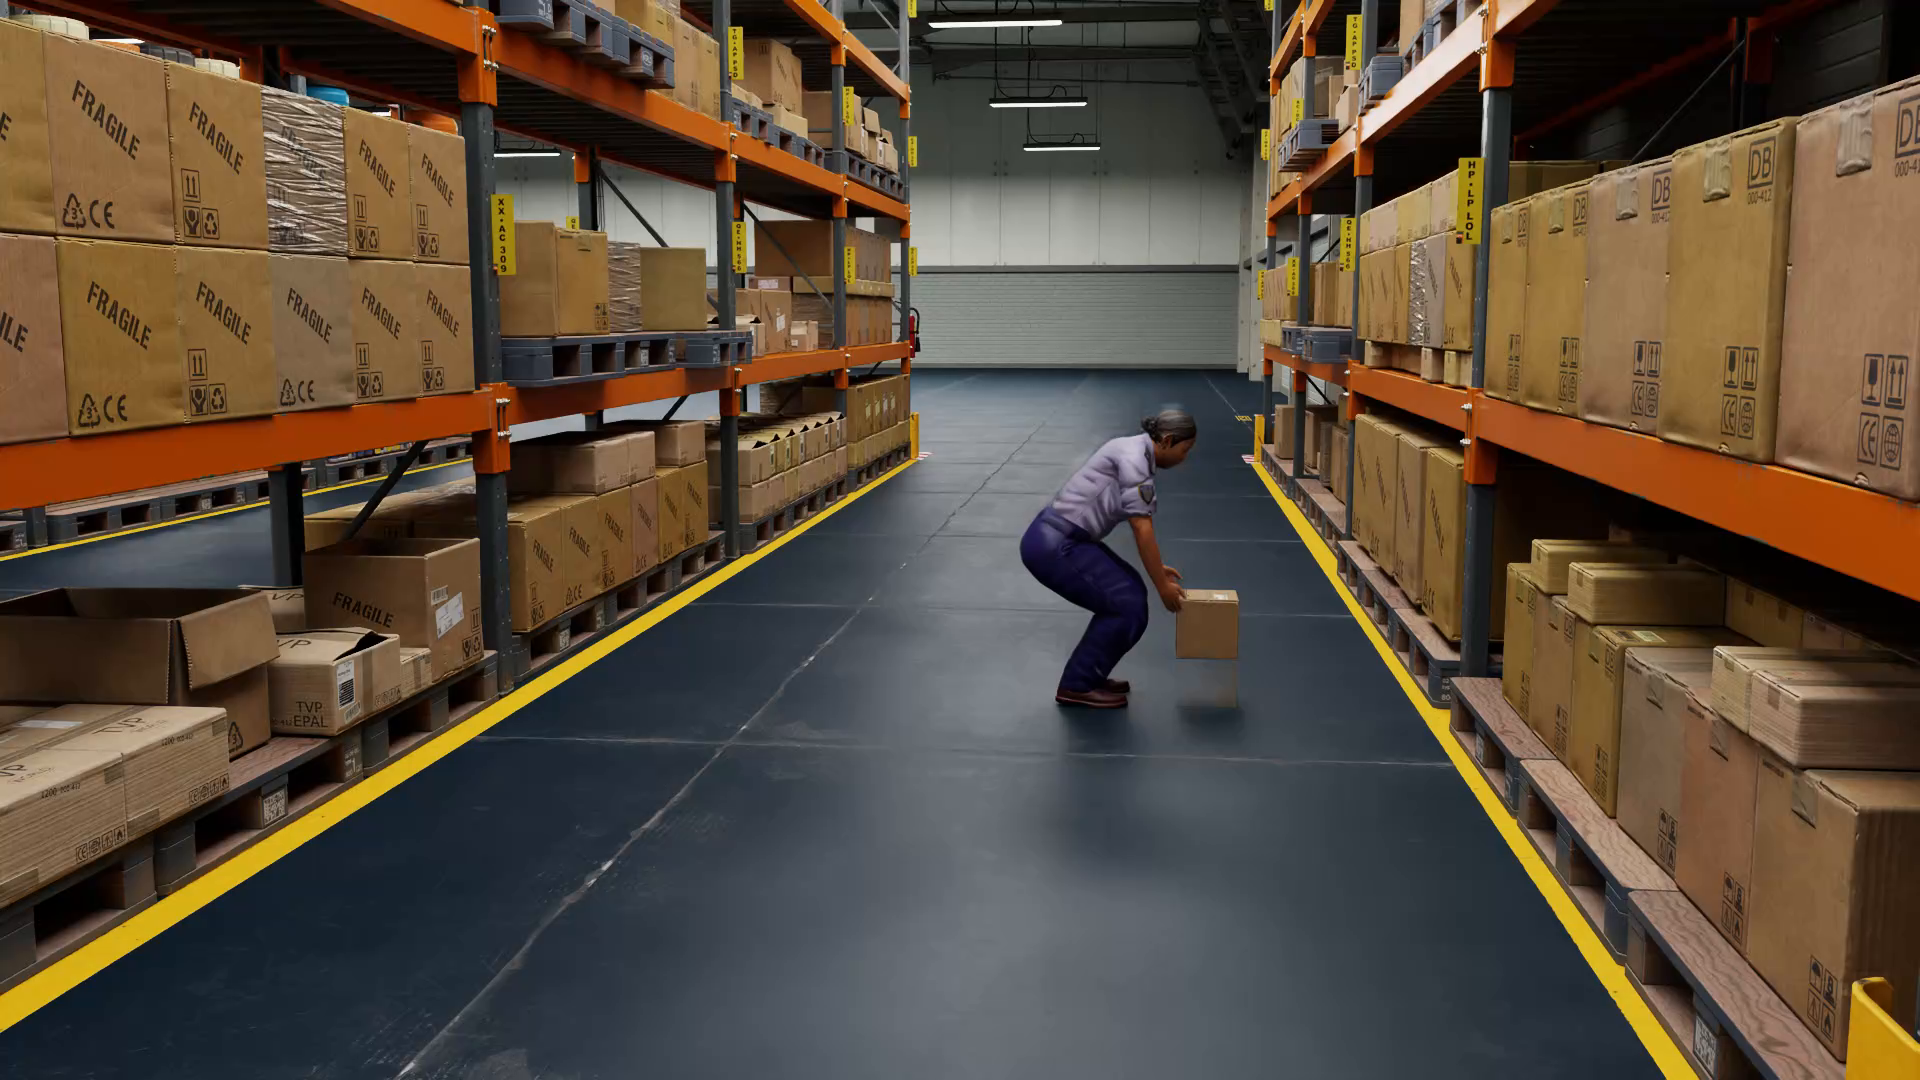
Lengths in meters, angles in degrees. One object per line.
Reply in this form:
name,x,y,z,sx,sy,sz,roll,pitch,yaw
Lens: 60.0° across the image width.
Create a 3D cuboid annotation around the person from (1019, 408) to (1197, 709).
person,0.621,0.061,6.995,0.727,1.230,0.540,1,8,6
